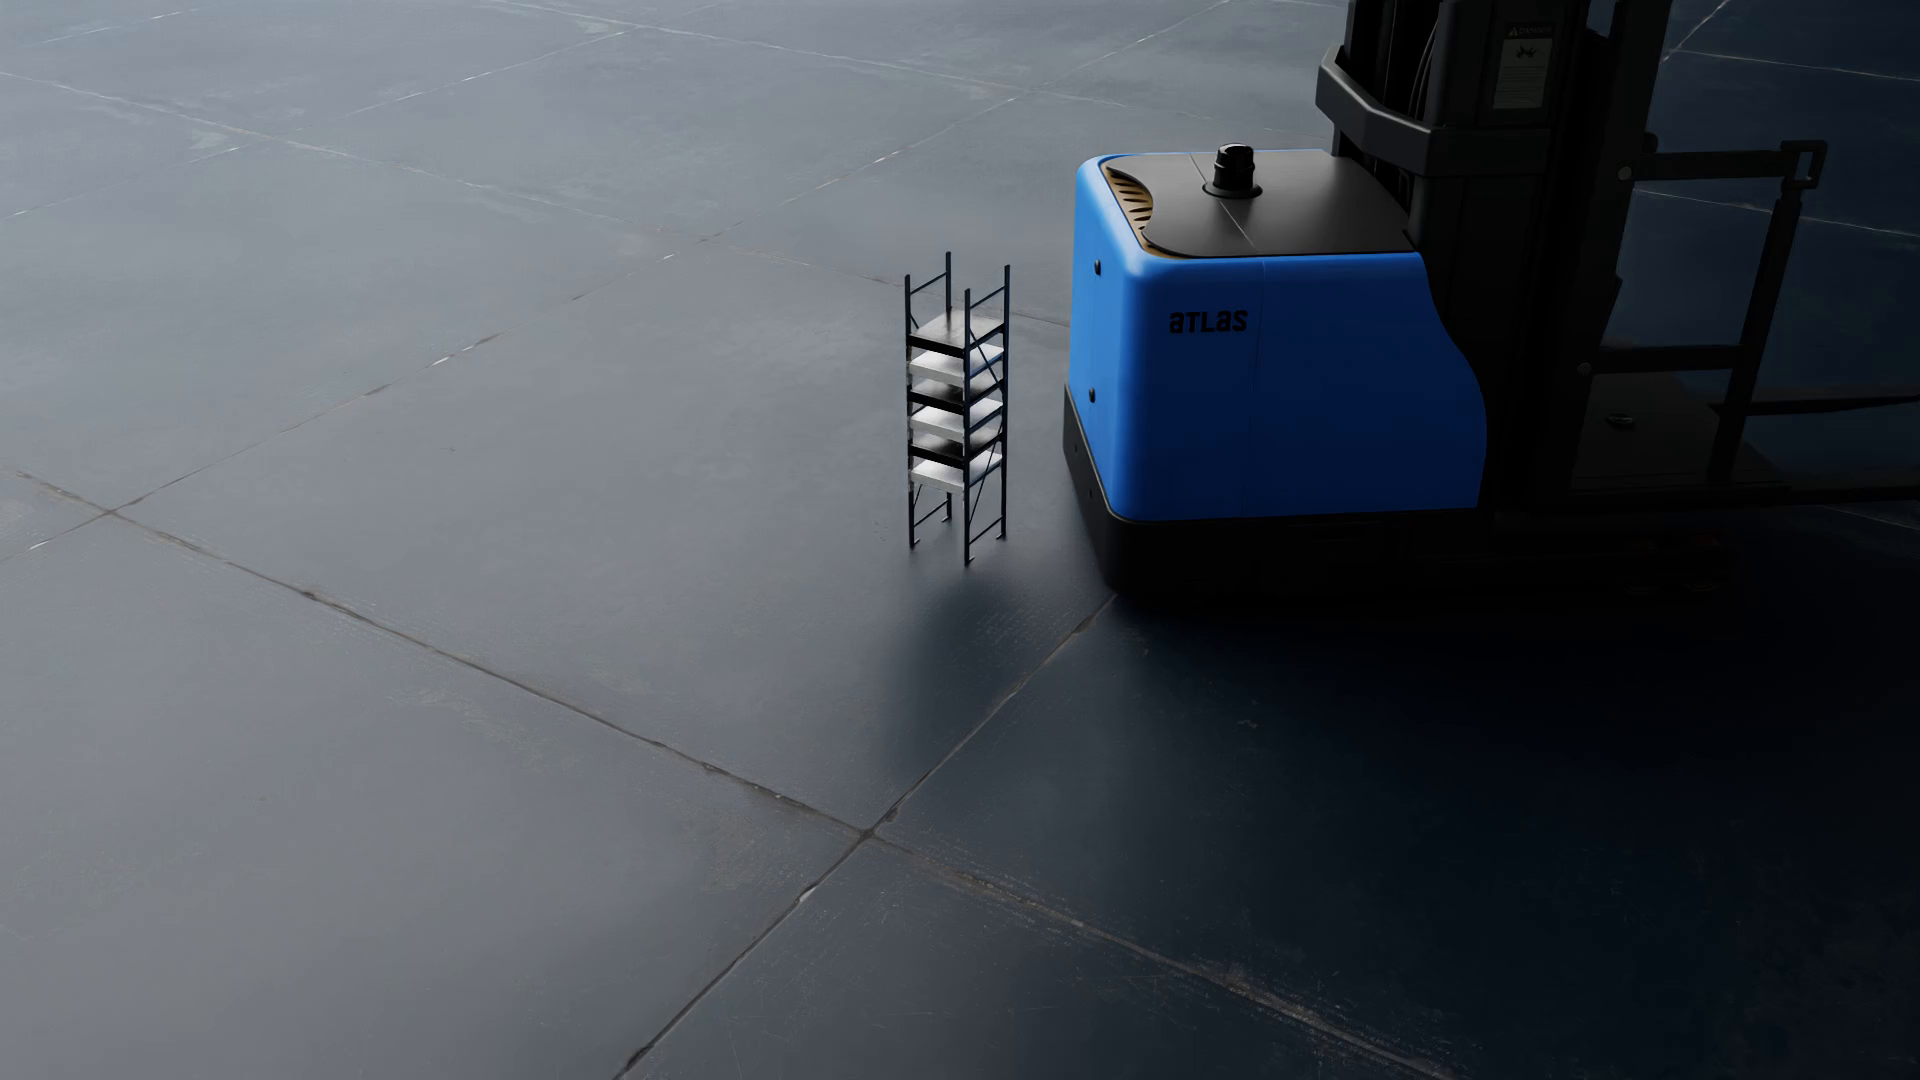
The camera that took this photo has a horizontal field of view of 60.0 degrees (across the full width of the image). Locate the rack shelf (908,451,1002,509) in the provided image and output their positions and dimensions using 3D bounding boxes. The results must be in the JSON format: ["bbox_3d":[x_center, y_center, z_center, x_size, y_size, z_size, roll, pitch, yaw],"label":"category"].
[{"bbox_3d":[-0.007,-0.207,5.134,0.200,0.077,0.258,18,35,27],"label":"rack shelf"}]

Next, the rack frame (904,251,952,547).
[{"bbox_3d":[-0.093,-0.418,5.074,0.006,0.900,0.240,18,35,27],"label":"rack frame"}]

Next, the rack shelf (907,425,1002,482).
[{"bbox_3d":[-0.007,-0.284,5.089,0.200,0.077,0.258,18,35,27],"label":"rack shelf"}]

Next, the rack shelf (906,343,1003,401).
[{"bbox_3d":[-0.007,-0.518,4.953,0.200,0.077,0.258,18,35,27],"label":"rack shelf"}]

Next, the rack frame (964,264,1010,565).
[{"bbox_3d":[0.079,-0.364,4.980,0.006,0.900,0.240,18,35,27],"label":"rack frame"}]

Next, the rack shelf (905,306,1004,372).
[{"bbox_3d":[-0.007,-0.595,4.908,0.200,0.077,0.258,18,35,27],"label":"rack shelf"}]

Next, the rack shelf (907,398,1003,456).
[{"bbox_3d":[-0.007,-0.362,5.044,0.200,0.077,0.258,18,35,27],"label":"rack shelf"}]

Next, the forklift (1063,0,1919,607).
[{"bbox_3d":[1.895,-1.367,4.684,3.031,2.935,1.130,-3,30,-4],"label":"forklift"}]

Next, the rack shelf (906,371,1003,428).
[{"bbox_3d":[-0.007,-0.440,4.998,0.200,0.077,0.258,18,35,27],"label":"rack shelf"}]

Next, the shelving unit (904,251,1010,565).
[{"bbox_3d":[-0.007,-0.391,5.027,0.210,0.900,0.258,18,35,27],"label":"shelving unit"}]
